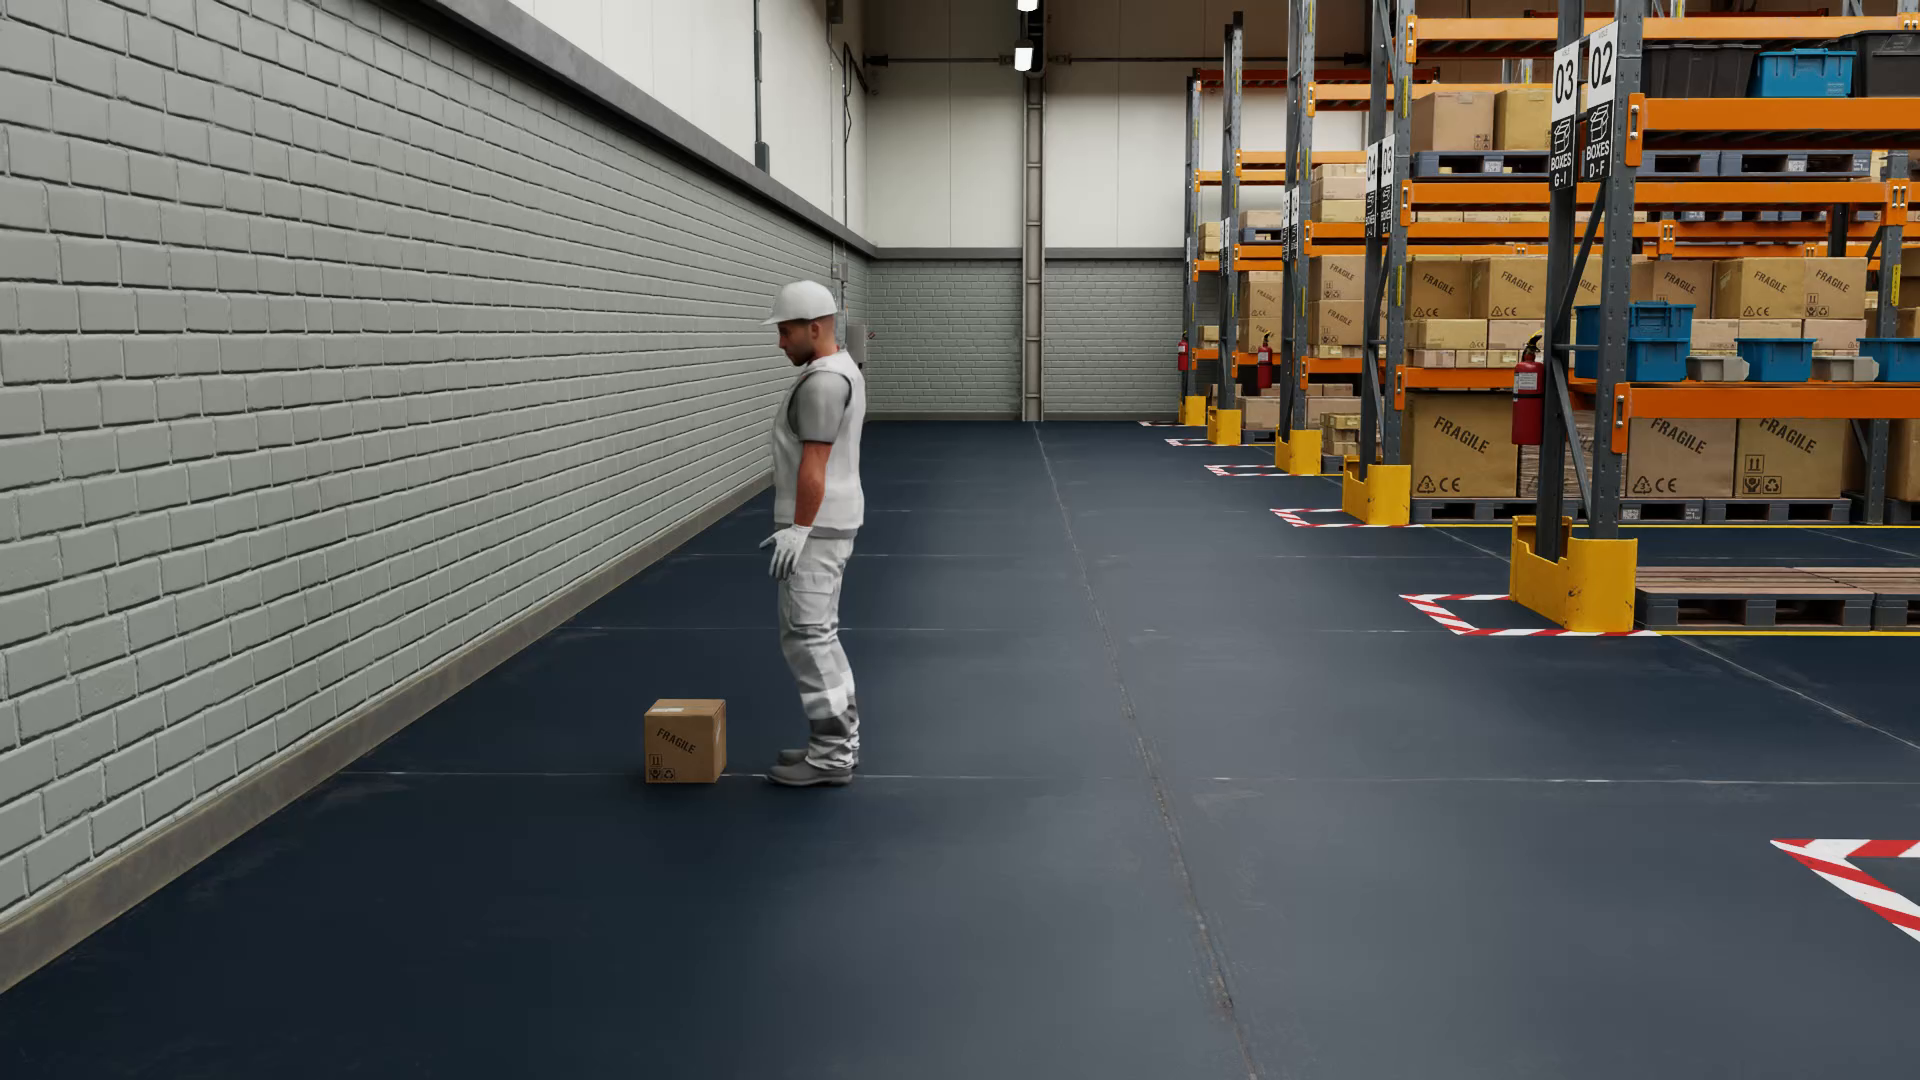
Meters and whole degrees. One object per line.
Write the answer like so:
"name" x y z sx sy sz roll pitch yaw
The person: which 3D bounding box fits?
"person" -0.519 -0.023 5.907 0.364 1.776 0.529 0 7 2
